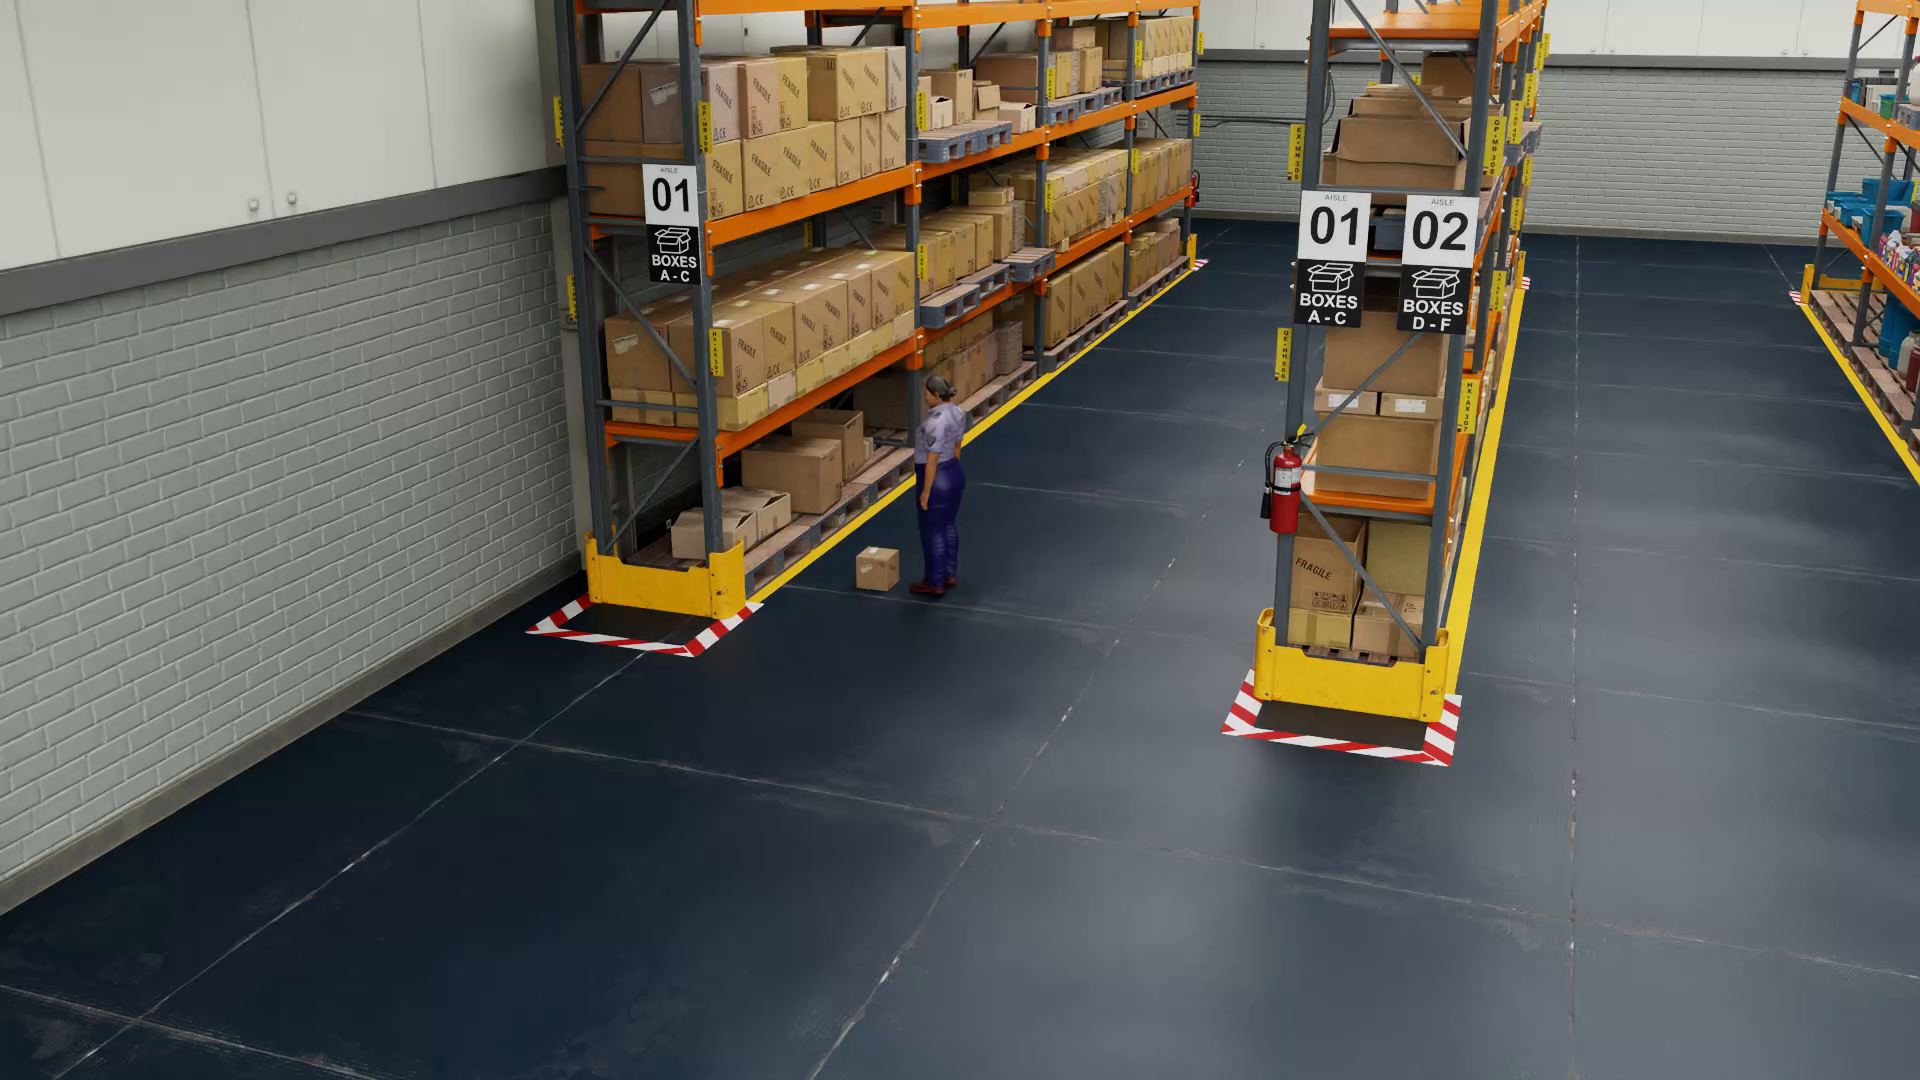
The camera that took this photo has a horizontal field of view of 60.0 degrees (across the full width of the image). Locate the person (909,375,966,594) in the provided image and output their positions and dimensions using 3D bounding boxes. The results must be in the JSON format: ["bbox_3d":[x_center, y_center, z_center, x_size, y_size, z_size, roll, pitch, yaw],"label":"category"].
[{"bbox_3d":[-0.184,-0.403,12.244,0.390,1.671,0.490,9,21,25],"label":"person"}]
